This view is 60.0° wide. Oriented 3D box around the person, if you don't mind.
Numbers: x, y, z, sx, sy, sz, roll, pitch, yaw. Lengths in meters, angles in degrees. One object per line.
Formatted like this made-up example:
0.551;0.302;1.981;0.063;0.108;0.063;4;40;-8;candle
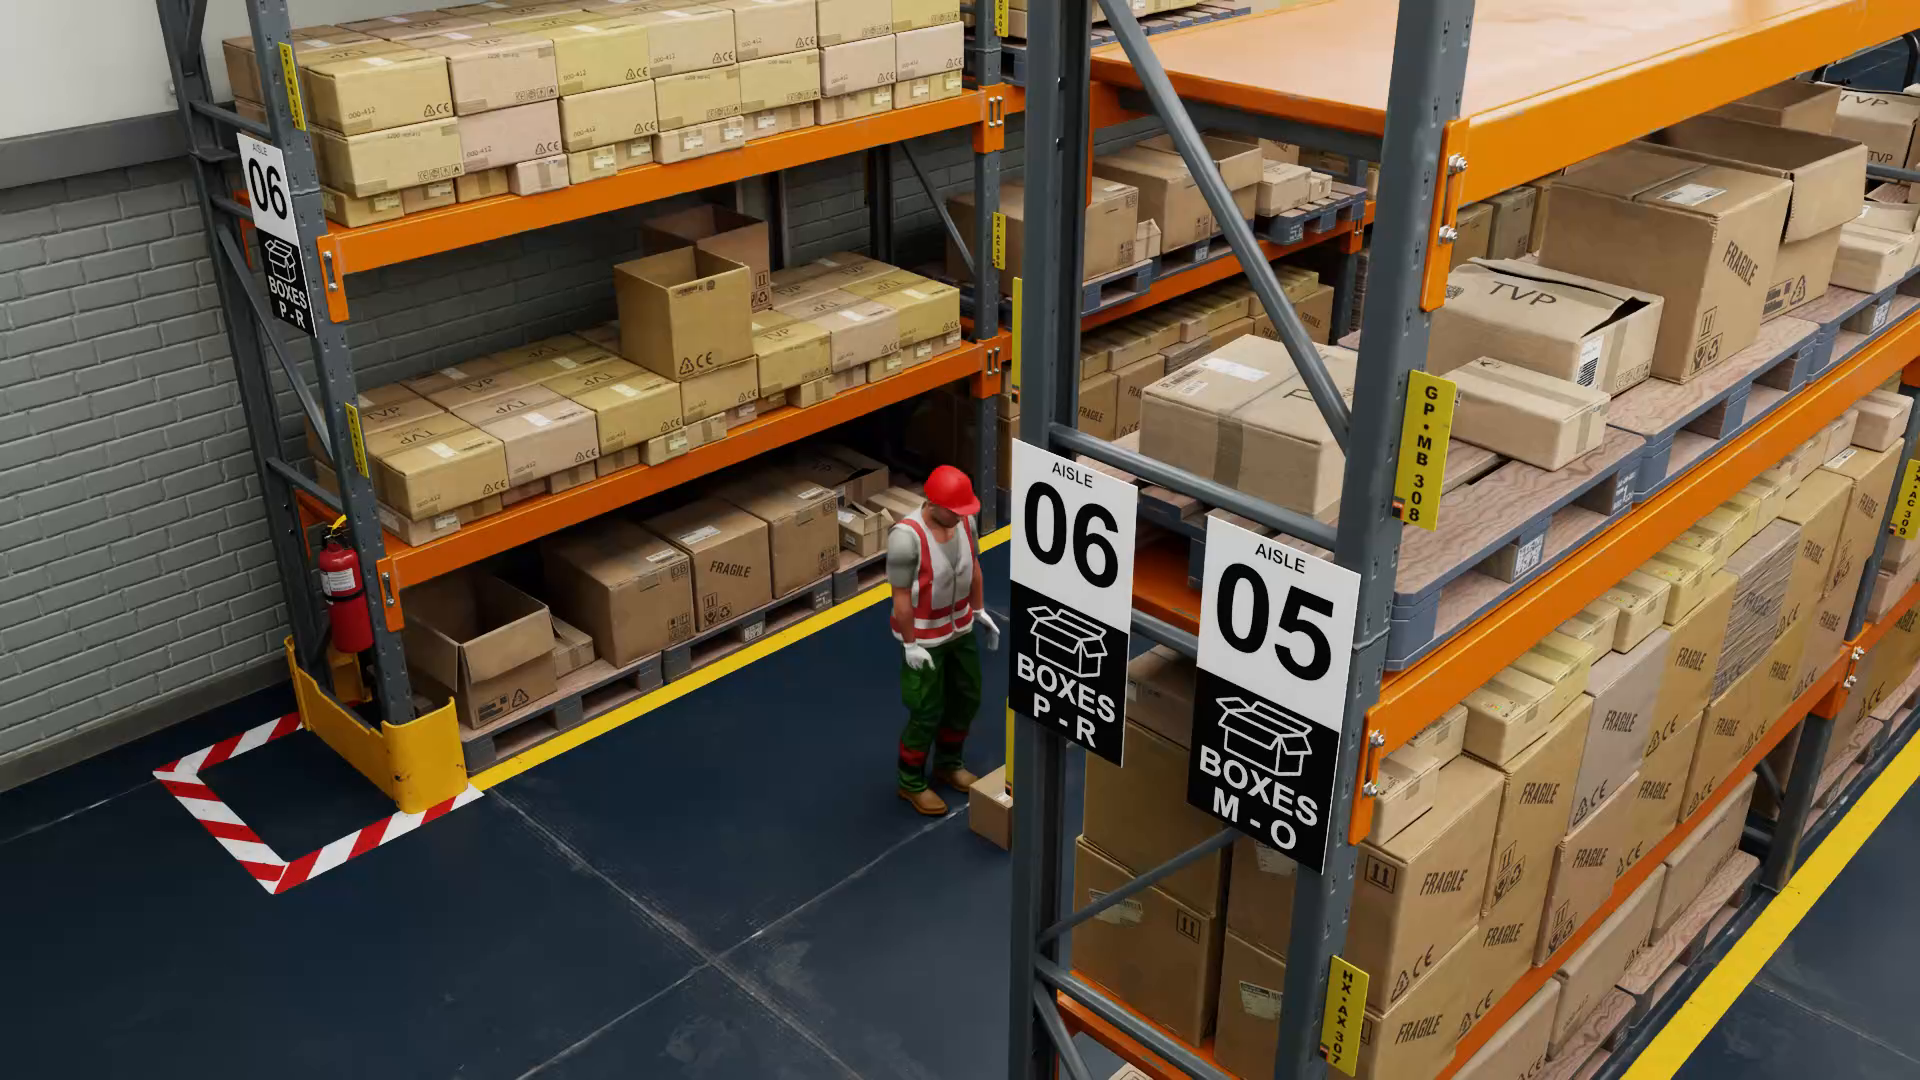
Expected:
-0.083;0.445;7.769;0.535;1.763;0.400;-24;36;-38;person
